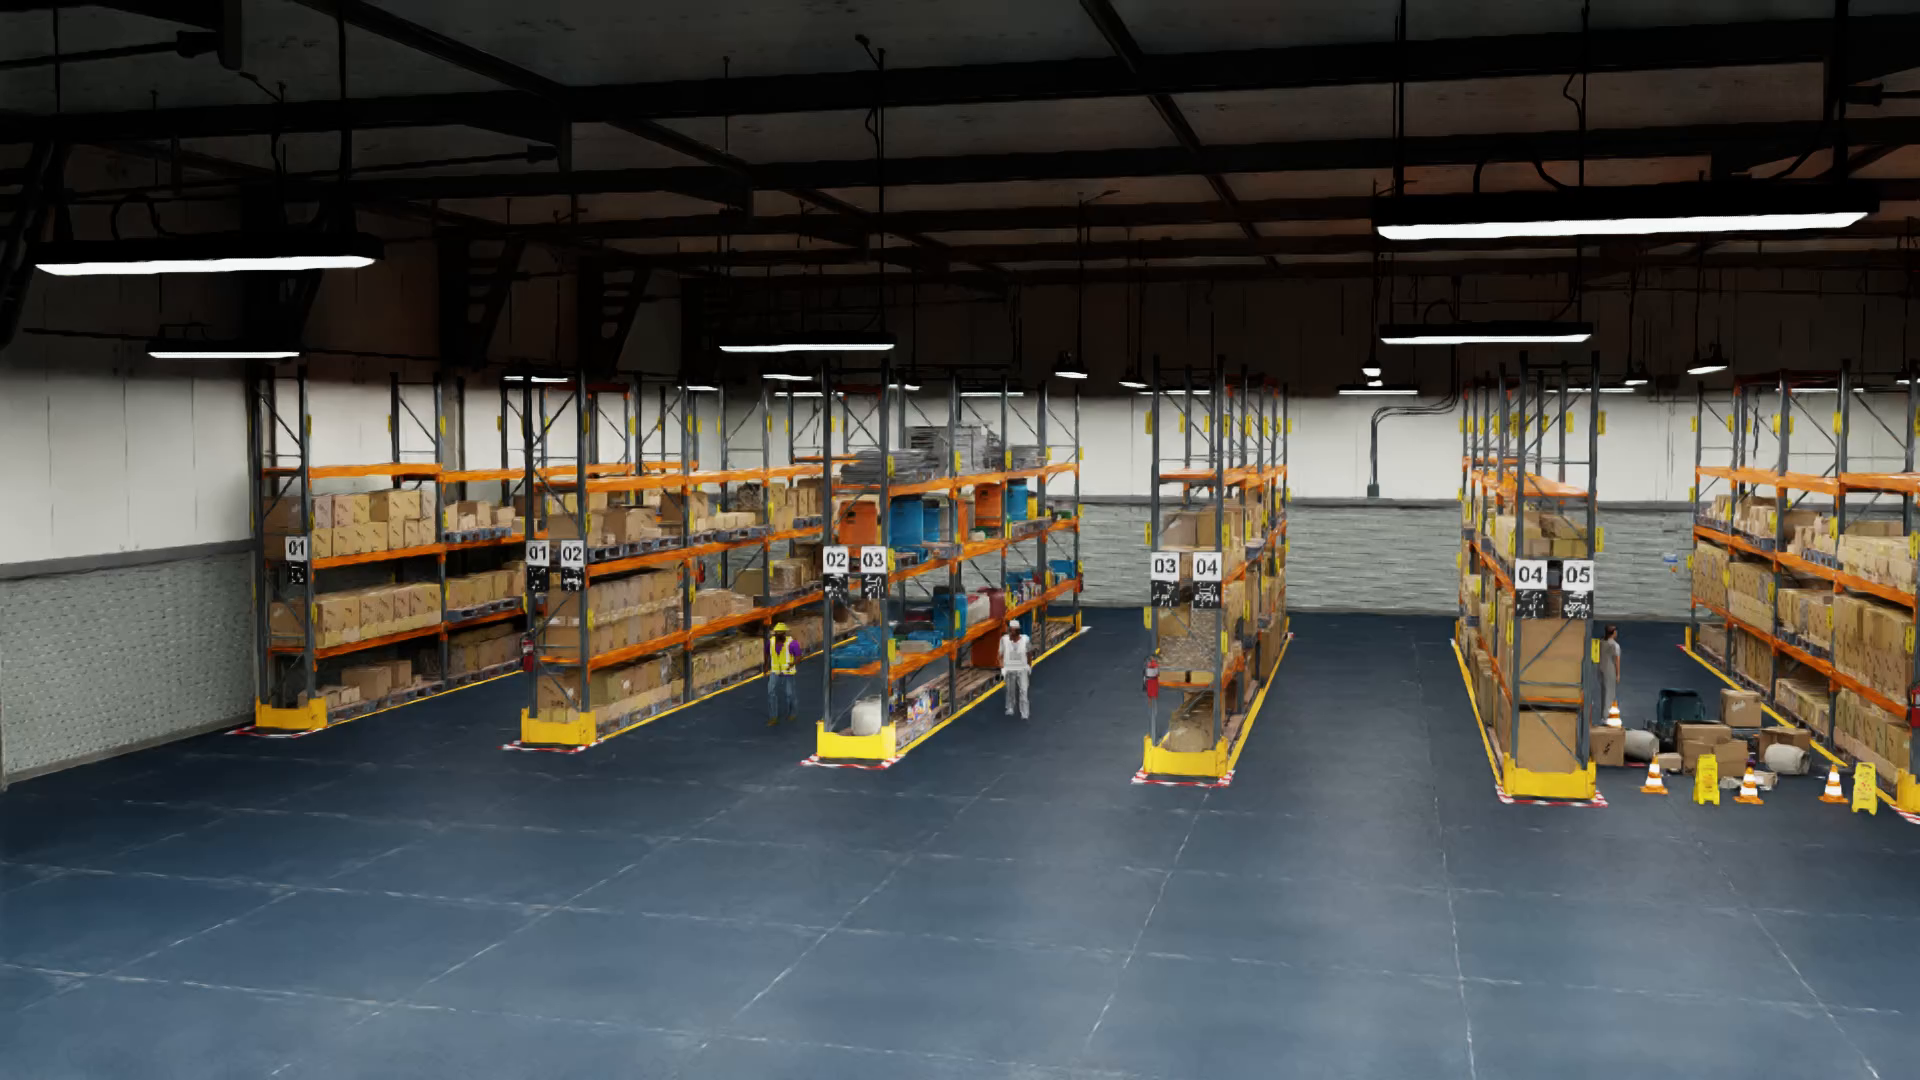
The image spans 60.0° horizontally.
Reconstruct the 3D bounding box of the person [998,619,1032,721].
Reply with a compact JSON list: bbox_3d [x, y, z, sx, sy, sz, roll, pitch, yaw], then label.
[{"bbox_3d":[0.933,2.184,28.195,0.579,1.703,1.079,0,4,3],"label":"person"}]

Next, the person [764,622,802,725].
[{"bbox_3d":[-3.003,2.219,27.992,0.743,1.700,0.834,1,4,10],"label":"person"}]

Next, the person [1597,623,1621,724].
[{"bbox_3d":[10.928,2.231,27.910,0.495,1.682,0.591,-1,4,-14],"label":"person"}]
